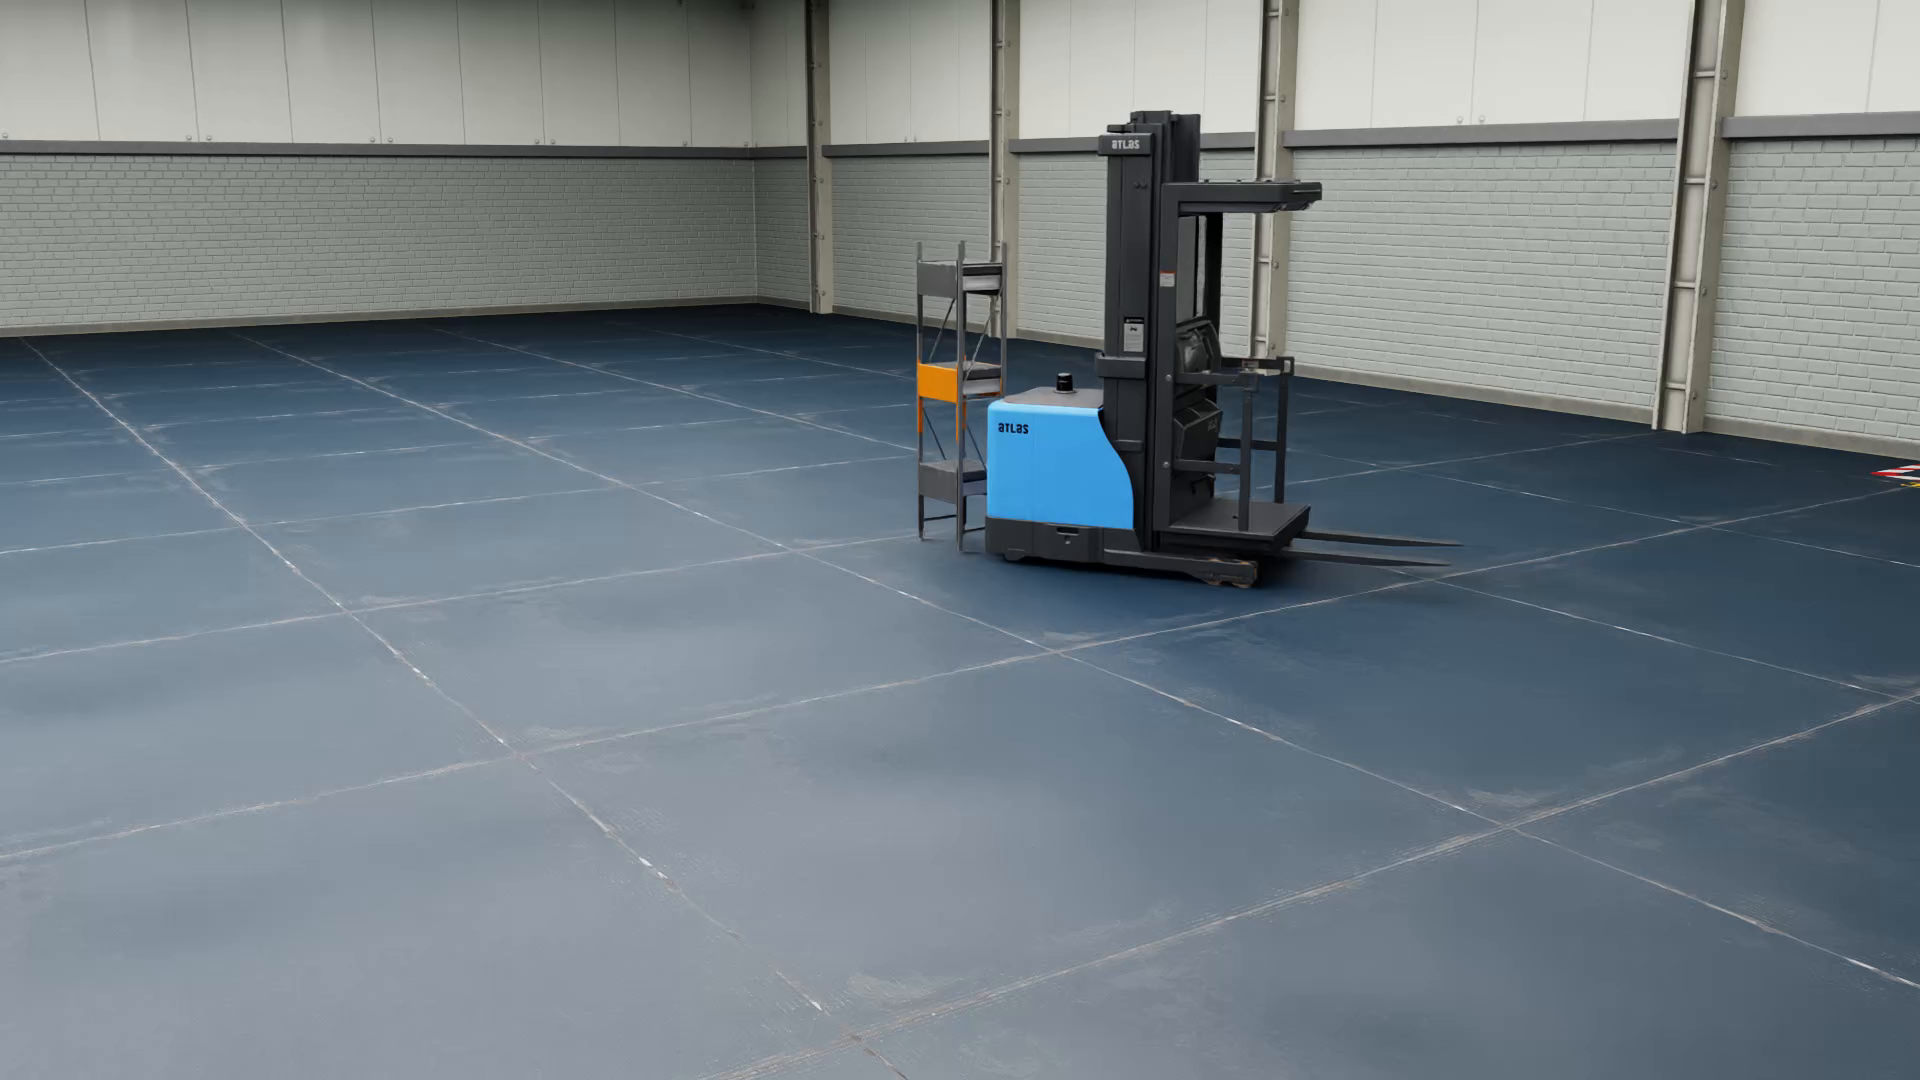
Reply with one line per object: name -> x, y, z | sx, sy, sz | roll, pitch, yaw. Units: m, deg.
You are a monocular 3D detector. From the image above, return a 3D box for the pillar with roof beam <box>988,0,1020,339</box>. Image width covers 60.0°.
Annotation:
pillar with roof beam -> -2.889, -7.148, 23.484 | 9.100, 9.000, 0.400 | -8, 15, -33

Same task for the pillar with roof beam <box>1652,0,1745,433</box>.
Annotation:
pillar with roof beam -> 3.759, -5.014, 13.724 | 9.100, 9.000, 0.400 | -8, 15, -33

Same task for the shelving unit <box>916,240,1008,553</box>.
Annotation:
shelving unit -> 0.010, -1.002, 11.529 | 0.431, 2.100, 0.503 | -9, 15, -34

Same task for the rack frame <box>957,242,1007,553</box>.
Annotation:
rack frame -> 0.151, -0.959, 11.334 | 0.400, 2.100, 0.015 | -9, 15, -34

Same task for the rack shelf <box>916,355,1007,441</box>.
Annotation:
rack shelf -> 0.010, -0.989, 11.532 | 0.431, 0.518, 0.480 | -9, 15, -34

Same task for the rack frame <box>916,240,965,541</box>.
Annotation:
rack frame -> -0.131, -1.045, 11.723 | 0.400, 2.100, 0.015 | -9, 15, -34

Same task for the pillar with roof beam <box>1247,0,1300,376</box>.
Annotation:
pillar with roof beam -> 0.435, -6.081, 18.604 | 9.100, 9.000, 0.400 | -8, 15, -33

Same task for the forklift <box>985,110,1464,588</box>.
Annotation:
forklift -> 1.732, -1.258, 10.753 | 3.031, 2.935, 1.130 | 5, 13, 23

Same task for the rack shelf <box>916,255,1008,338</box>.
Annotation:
rack shelf -> 0.010, -1.672, 11.382 | 0.431, 0.518, 0.480 | -9, 15, -34

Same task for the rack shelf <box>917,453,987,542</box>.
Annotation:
rack shelf -> 0.010, -0.305, 11.681 | 0.431, 0.518, 0.480 | -9, 15, -34

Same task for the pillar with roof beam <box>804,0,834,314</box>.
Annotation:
pillar with roof beam -> -6.214, -8.215, 28.363 | 9.100, 9.000, 0.400 | -8, 15, -33
